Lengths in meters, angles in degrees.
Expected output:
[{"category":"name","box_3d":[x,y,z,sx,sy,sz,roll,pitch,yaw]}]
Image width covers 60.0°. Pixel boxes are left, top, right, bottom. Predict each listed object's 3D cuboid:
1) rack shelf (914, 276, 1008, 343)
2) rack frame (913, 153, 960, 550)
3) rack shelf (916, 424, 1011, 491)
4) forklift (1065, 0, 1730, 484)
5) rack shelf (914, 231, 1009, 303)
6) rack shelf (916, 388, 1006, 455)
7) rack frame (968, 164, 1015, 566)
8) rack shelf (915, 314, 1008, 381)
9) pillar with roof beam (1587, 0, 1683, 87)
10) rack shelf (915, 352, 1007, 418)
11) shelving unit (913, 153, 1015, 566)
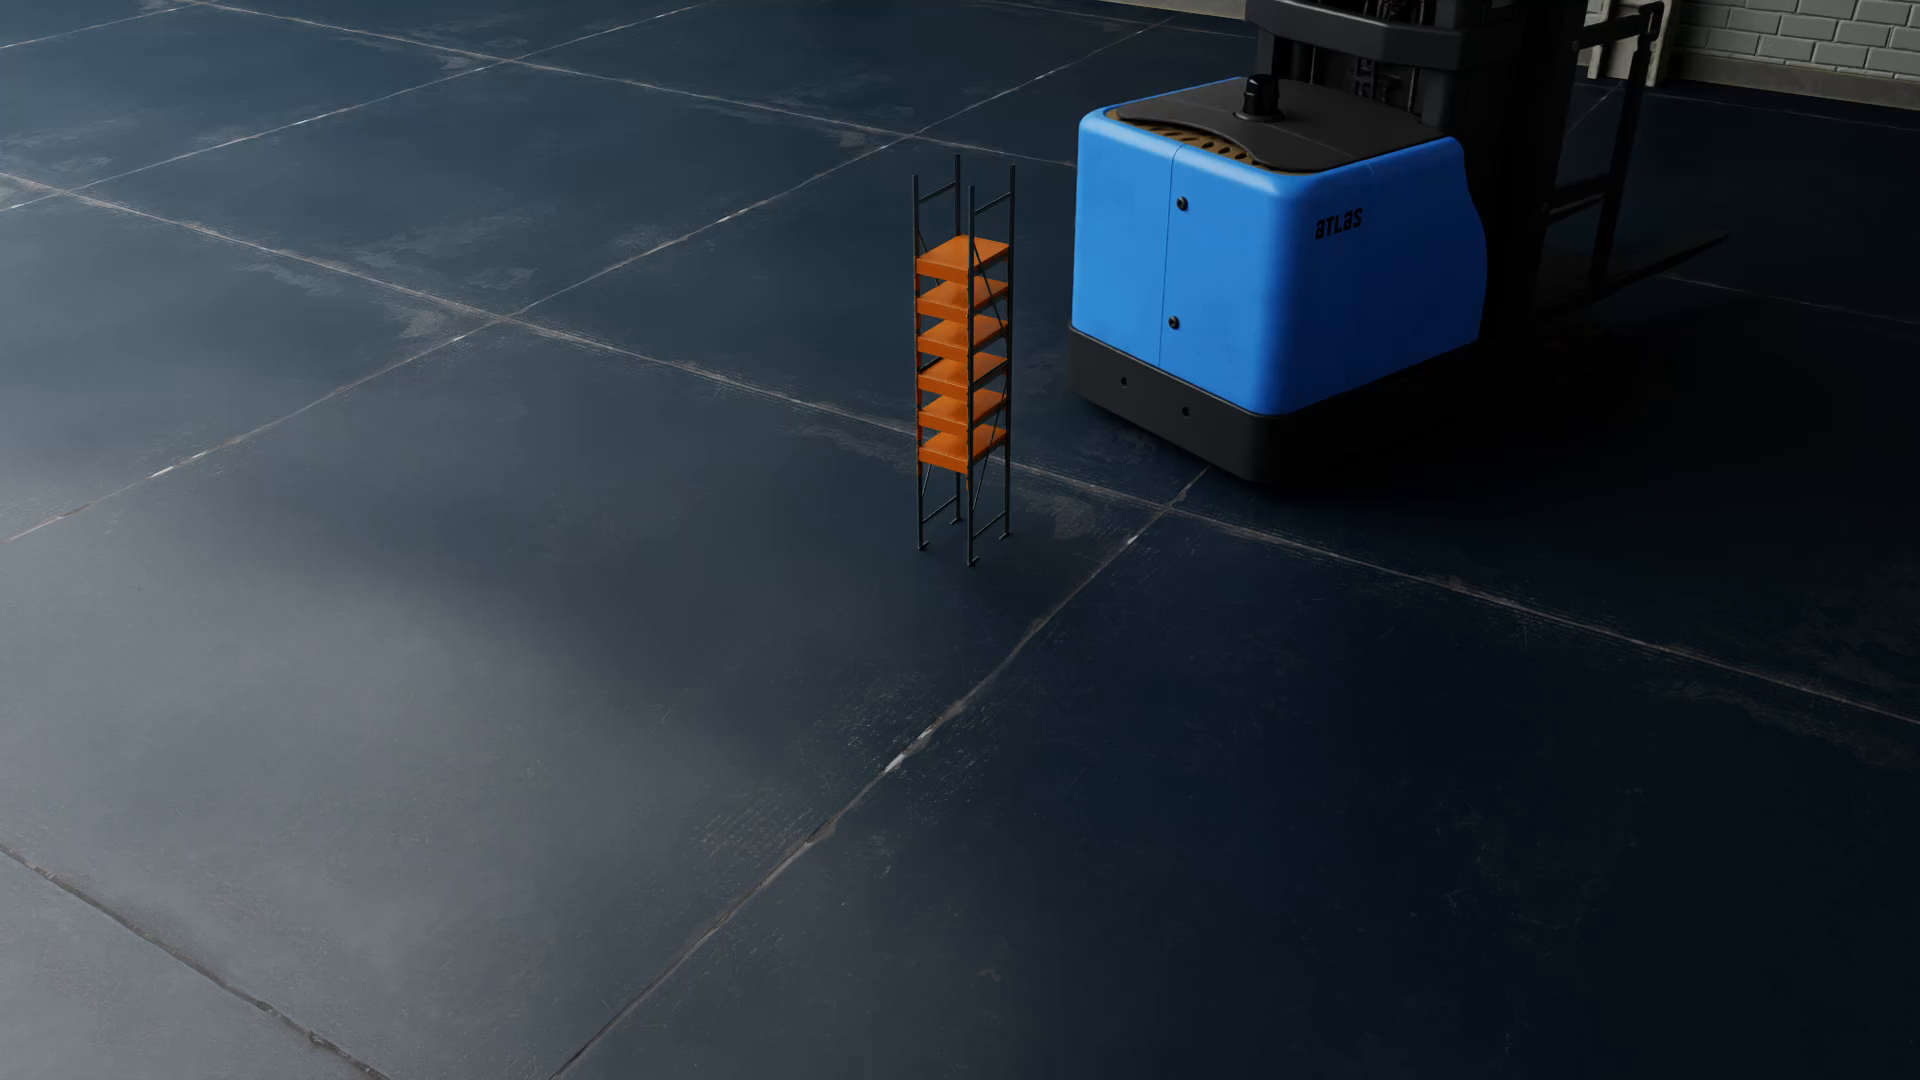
[{"category":"rack shelf","box_3d":[0.012,-0.683,4.842,0.180,0.103,0.258,18,35,27]},{"category":"rack frame","box_3d":[-0.065,-0.539,4.983,0.006,1.200,0.240,18,35,27]},{"category":"rack shelf","box_3d":[0.012,-0.269,5.084,0.180,0.103,0.258,18,35,27]},{"category":"forklift","box_3d":[1.861,-2.041,5.840,3.031,2.935,1.130,-21,36,-32]},{"category":"rack shelf","box_3d":[0.012,-0.787,4.782,0.180,0.103,0.258,18,35,27]},{"category":"rack shelf","box_3d":[0.012,-0.372,5.024,0.180,0.103,0.258,18,35,27]},{"category":"rack frame","box_3d":[0.090,-0.490,4.899,0.006,1.200,0.240,18,35,27]},{"category":"rack shelf","box_3d":[0.012,-0.580,4.903,0.180,0.103,0.258,18,35,27]},{"category":"pillar with roof beam","box_3d":[1.744,-4.853,4.638,0.400,9.000,9.100,18,35,27]},{"category":"rack shelf","box_3d":[0.012,-0.476,4.963,0.180,0.103,0.258,18,35,27]},{"category":"shelving unit","box_3d":[0.012,-0.514,4.941,0.189,1.200,0.258,18,35,27]}]
